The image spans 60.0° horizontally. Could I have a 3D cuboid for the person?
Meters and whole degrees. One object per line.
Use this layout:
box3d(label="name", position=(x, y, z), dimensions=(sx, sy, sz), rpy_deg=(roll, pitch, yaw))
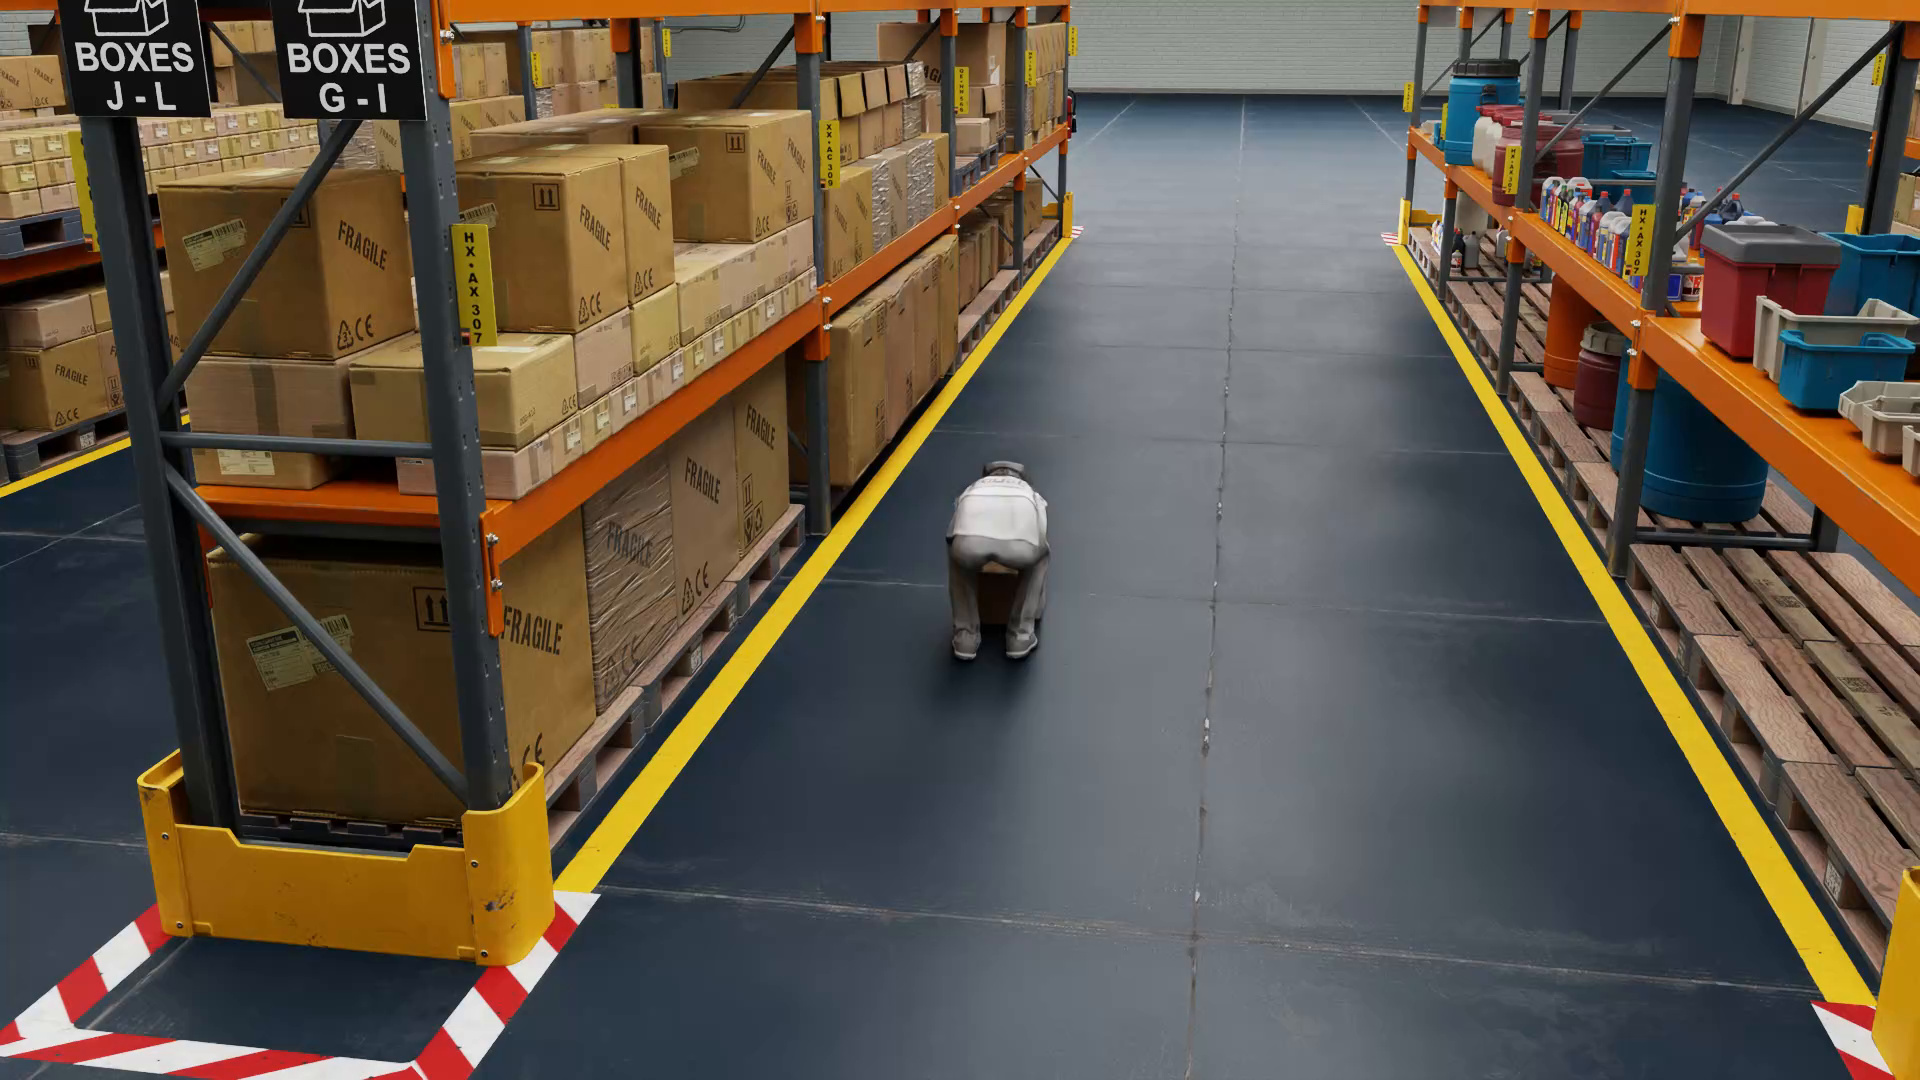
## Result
box3d(label="person", position=(0.167, 0.086, 7.264), dimensions=(0.456, 0.783, 0.910), rpy_deg=(2, 18, 7))
